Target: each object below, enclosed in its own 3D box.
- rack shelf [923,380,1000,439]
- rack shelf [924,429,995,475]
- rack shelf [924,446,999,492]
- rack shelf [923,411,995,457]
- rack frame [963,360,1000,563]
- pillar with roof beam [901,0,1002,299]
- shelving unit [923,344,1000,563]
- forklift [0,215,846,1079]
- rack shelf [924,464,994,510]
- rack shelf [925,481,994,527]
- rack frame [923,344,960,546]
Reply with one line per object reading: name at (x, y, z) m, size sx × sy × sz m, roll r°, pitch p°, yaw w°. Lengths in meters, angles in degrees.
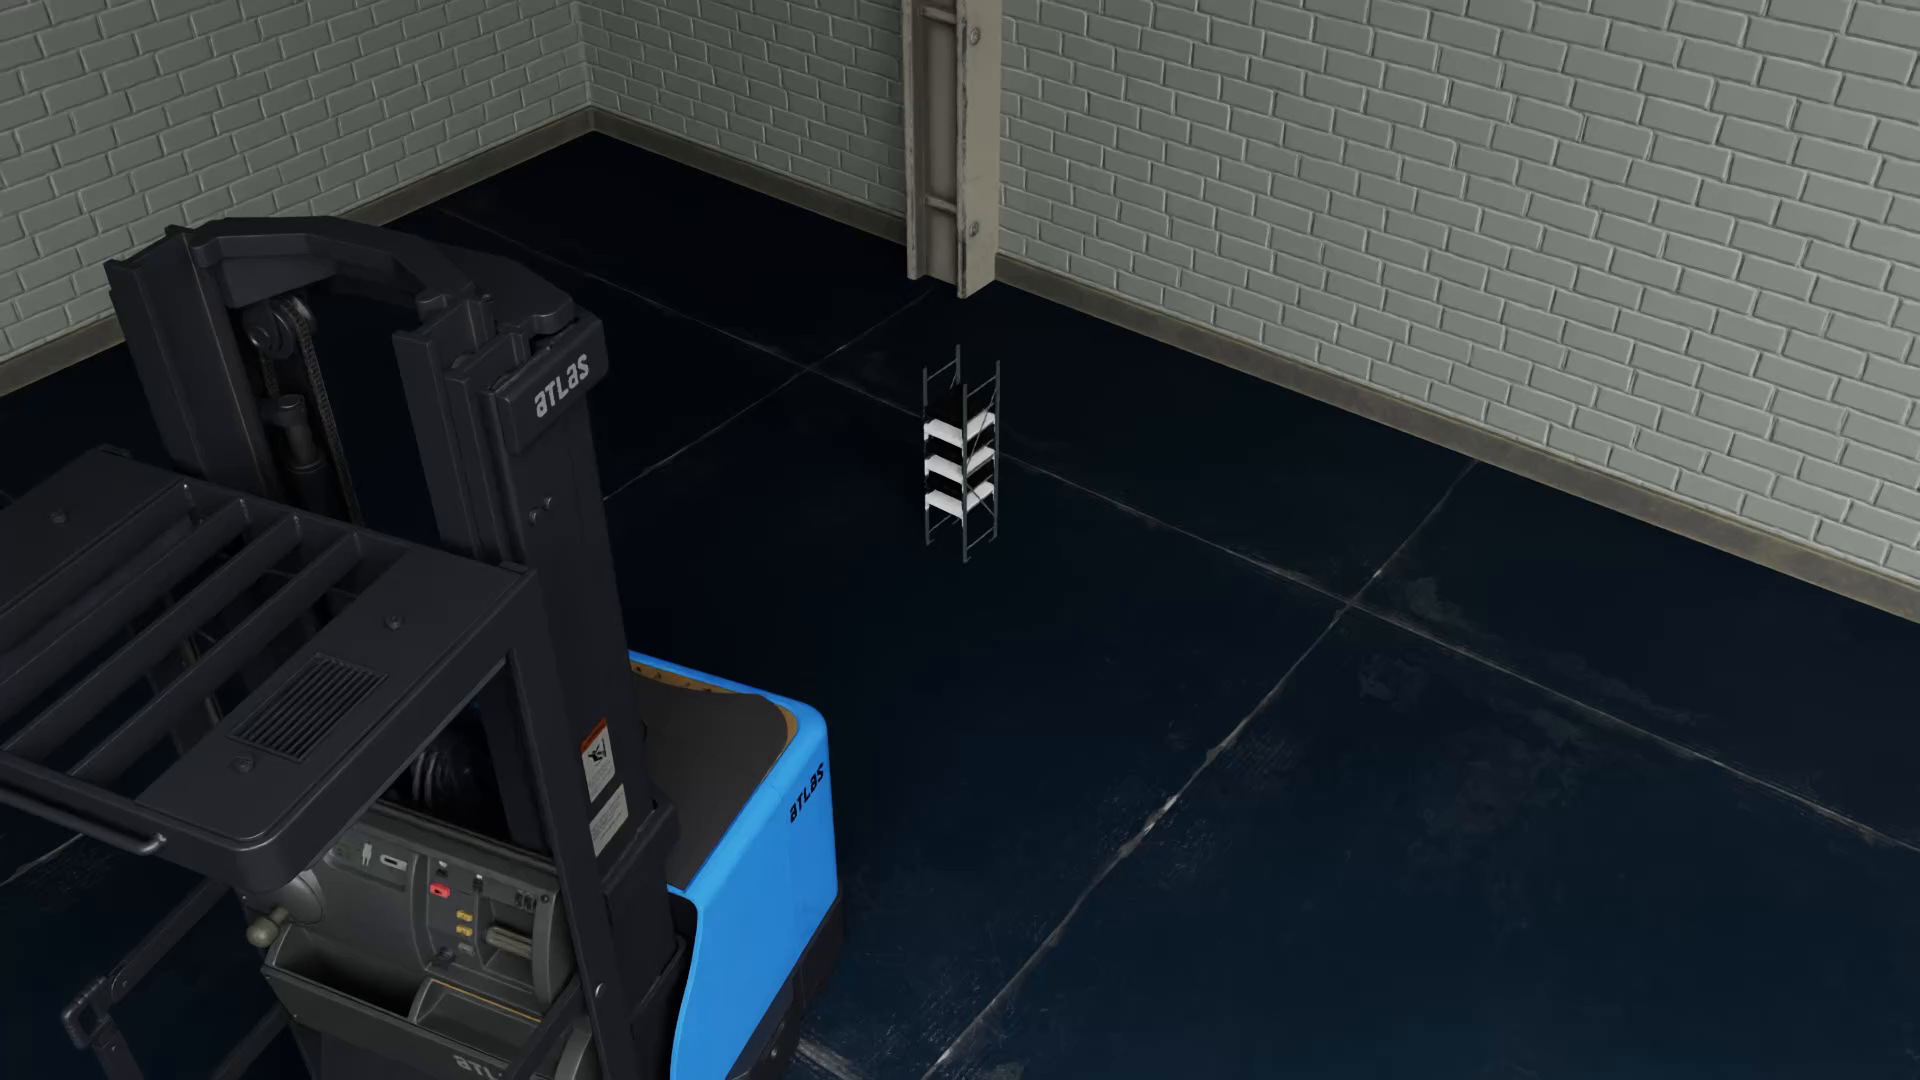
rack shelf at (0.006, -0.538, 6.823) m, size 0.200 × 0.077 × 0.258 m, roll 25°, pitch 45°, yaw 29°
rack shelf at (0.006, -0.396, 6.934) m, size 0.200 × 0.077 × 0.258 m, roll 25°, pitch 45°, yaw 29°
rack shelf at (0.006, -0.325, 6.989) m, size 0.200 × 0.077 × 0.258 m, roll 25°, pitch 45°, yaw 29°
rack shelf at (0.006, -0.467, 6.878) m, size 0.200 × 0.077 × 0.258 m, roll 25°, pitch 45°, yaw 29°
rack frame at (0.087, -0.313, 6.920) m, size 0.006 × 0.900 × 0.240 m, roll 25°, pitch 45°, yaw 29°
pillar with roof beam at (-2.657, -2.873, 3.620) m, size 0.400 × 9.000 × 9.100 m, roll 25°, pitch 45°, yaw 29°
shelving unit at (0.006, -0.351, 6.969) m, size 0.210 × 0.900 × 0.258 m, roll 25°, pitch 45°, yaw 29°
forklift at (-1.415, 0.907, 3.714) m, size 1.130 × 2.935 × 3.031 m, roll 15°, pitch 40°, yaw 18°
rack shelf at (0.006, -0.254, 7.045) m, size 0.200 × 0.077 × 0.258 m, roll 25°, pitch 45°, yaw 29°
rack shelf at (0.006, -0.183, 7.100) m, size 0.200 × 0.077 × 0.258 m, roll 25°, pitch 45°, yaw 29°
rack frame at (-0.074, -0.389, 7.017) m, size 0.006 × 0.900 × 0.240 m, roll 25°, pitch 45°, yaw 29°
